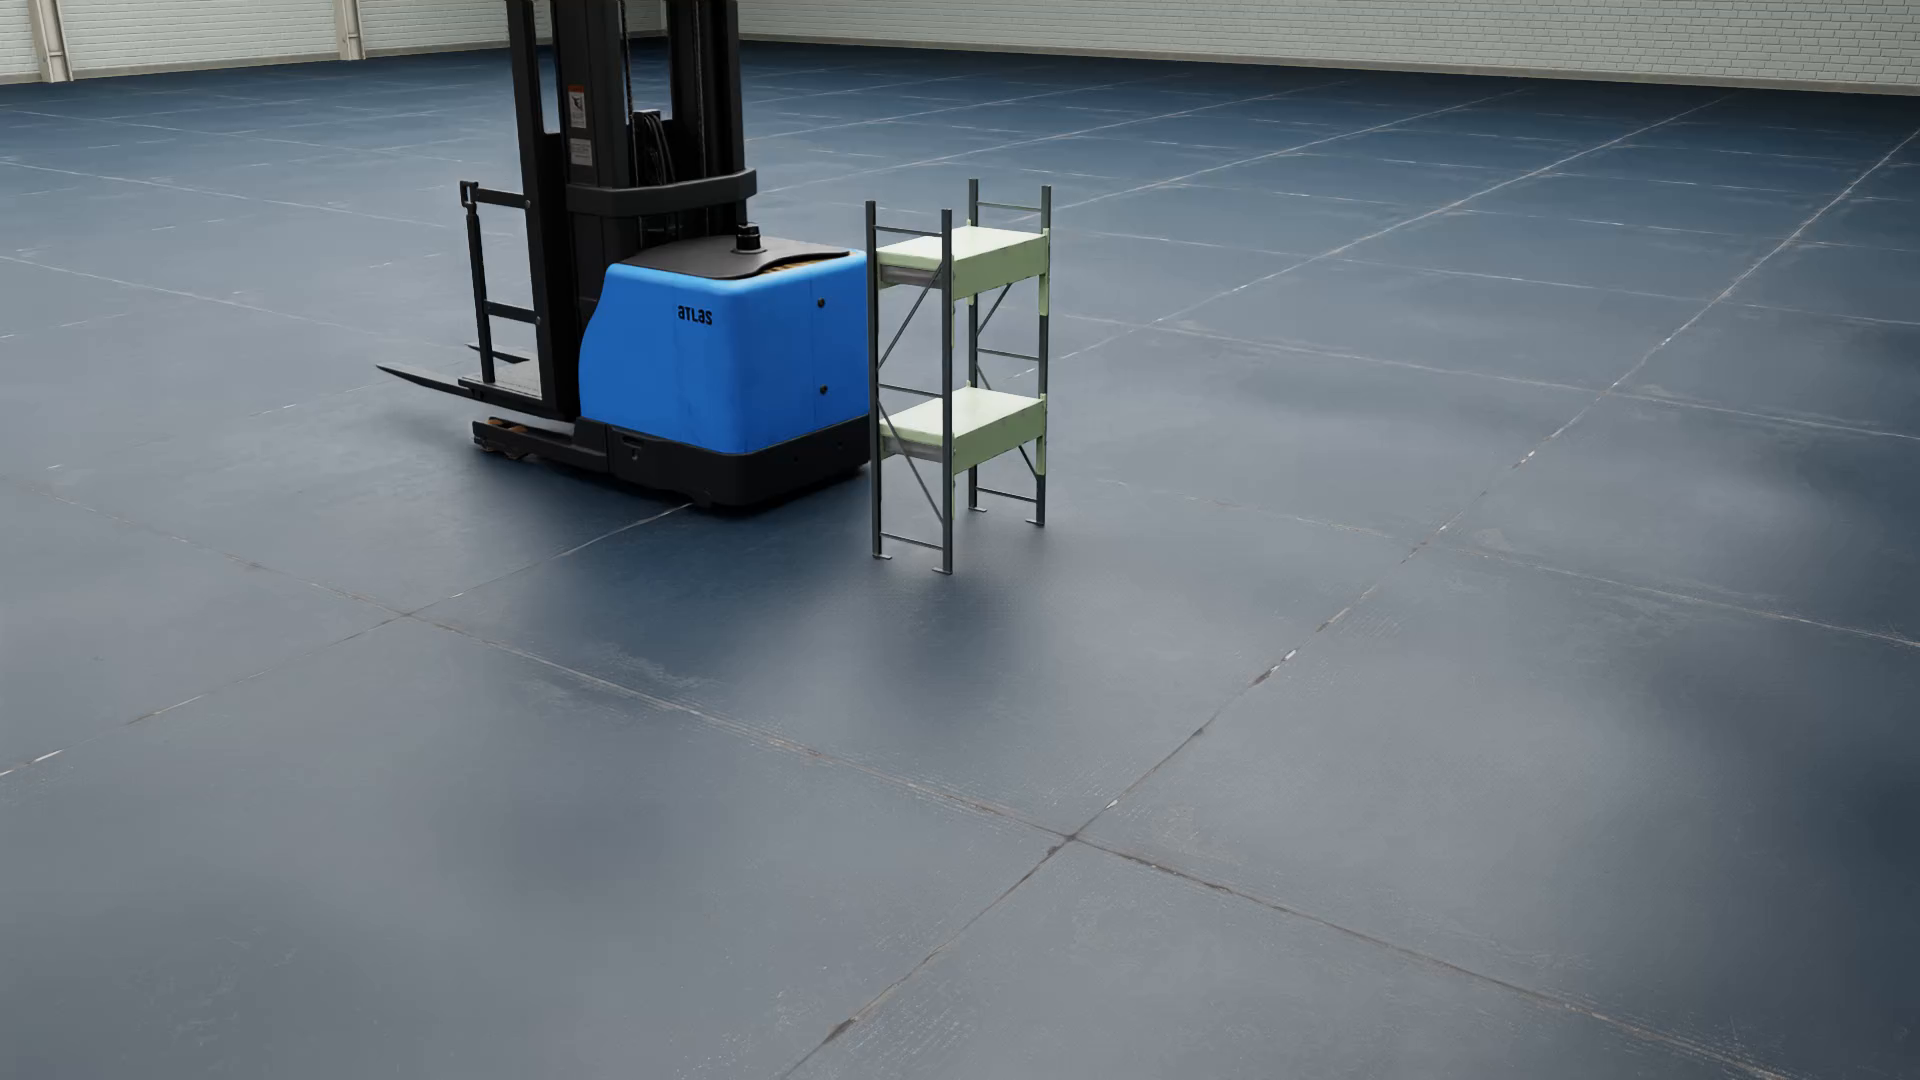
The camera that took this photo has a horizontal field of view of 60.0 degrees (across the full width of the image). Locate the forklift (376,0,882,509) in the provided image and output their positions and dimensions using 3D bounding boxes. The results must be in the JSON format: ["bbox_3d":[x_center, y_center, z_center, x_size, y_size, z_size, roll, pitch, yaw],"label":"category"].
[{"bbox_3d":[-1.857,-1.910,8.203,3.031,2.935,1.130,15,25,35],"label":"forklift"}]

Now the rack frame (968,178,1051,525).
[{"bbox_3d":[0.209,-0.810,7.294,0.400,1.500,0.023,13,24,32],"label":"rack frame"}]

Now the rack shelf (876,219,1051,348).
[{"bbox_3d":[0.004,-1.071,6.875,0.431,0.370,0.720,13,24,32],"label":"rack shelf"}]

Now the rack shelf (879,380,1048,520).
[{"bbox_3d":[0.004,-0.400,7.123,0.431,0.370,0.720,13,24,32],"label":"rack shelf"}]

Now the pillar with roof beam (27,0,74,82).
[{"bbox_3d":[-11.959,-11.273,24.769,9.100,9.000,0.400,13,24,32],"label":"pillar with roof beam"}]

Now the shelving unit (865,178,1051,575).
[{"bbox_3d":[0.004,-0.705,7.010,0.431,1.500,0.755,13,24,32],"label":"shelving unit"}]

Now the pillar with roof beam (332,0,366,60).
[{"bbox_3d":[-8.586,-12.994,29.423,9.100,9.000,0.400,13,24,32],"label":"pillar with roof beam"}]

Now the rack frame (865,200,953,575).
[{"bbox_3d":[-0.202,-0.600,6.726,0.400,1.500,0.023,13,24,32],"label":"rack frame"}]
